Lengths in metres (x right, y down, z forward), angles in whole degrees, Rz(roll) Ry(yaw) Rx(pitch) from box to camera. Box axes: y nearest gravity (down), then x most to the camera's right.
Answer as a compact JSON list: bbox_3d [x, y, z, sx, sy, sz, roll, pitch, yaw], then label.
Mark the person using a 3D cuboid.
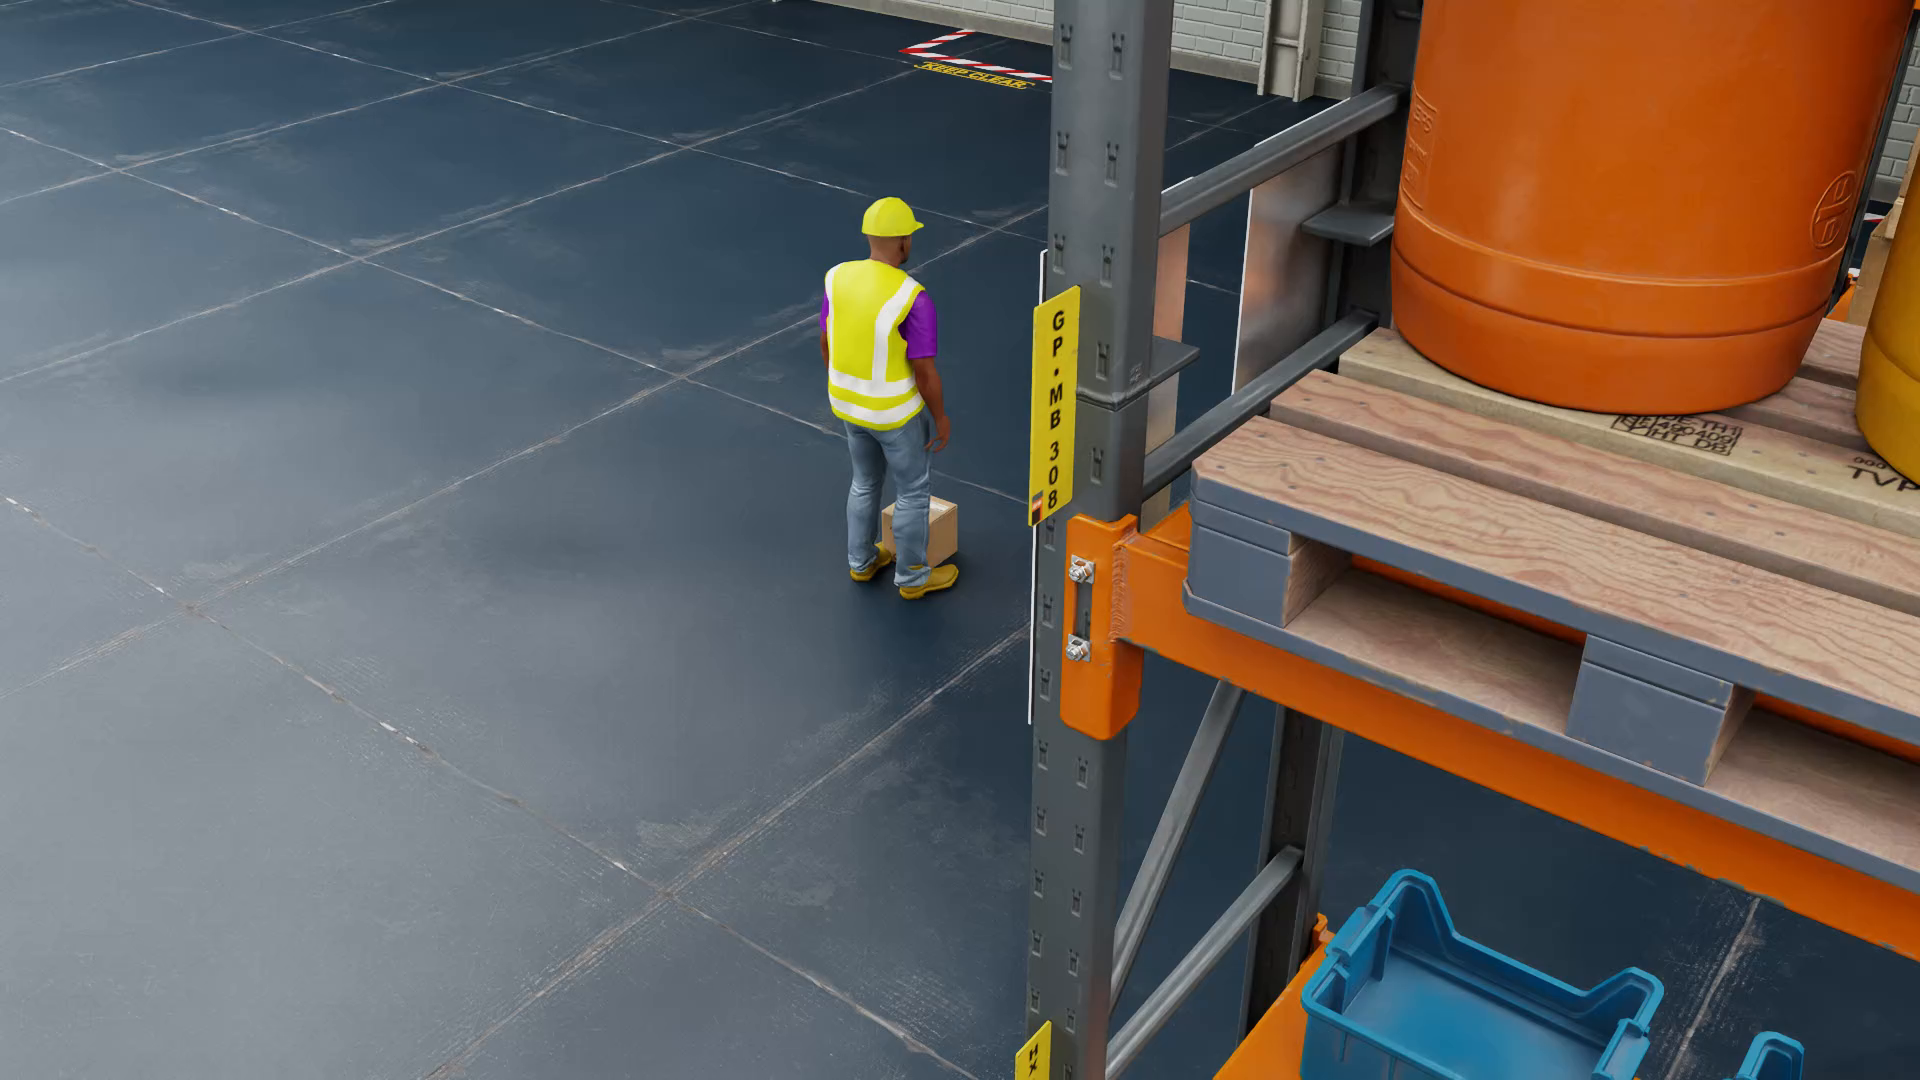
[{"bbox_3d":[-0.309,-0.591,7.108,0.628,1.761,0.458,21,37,32],"label":"person"}]
